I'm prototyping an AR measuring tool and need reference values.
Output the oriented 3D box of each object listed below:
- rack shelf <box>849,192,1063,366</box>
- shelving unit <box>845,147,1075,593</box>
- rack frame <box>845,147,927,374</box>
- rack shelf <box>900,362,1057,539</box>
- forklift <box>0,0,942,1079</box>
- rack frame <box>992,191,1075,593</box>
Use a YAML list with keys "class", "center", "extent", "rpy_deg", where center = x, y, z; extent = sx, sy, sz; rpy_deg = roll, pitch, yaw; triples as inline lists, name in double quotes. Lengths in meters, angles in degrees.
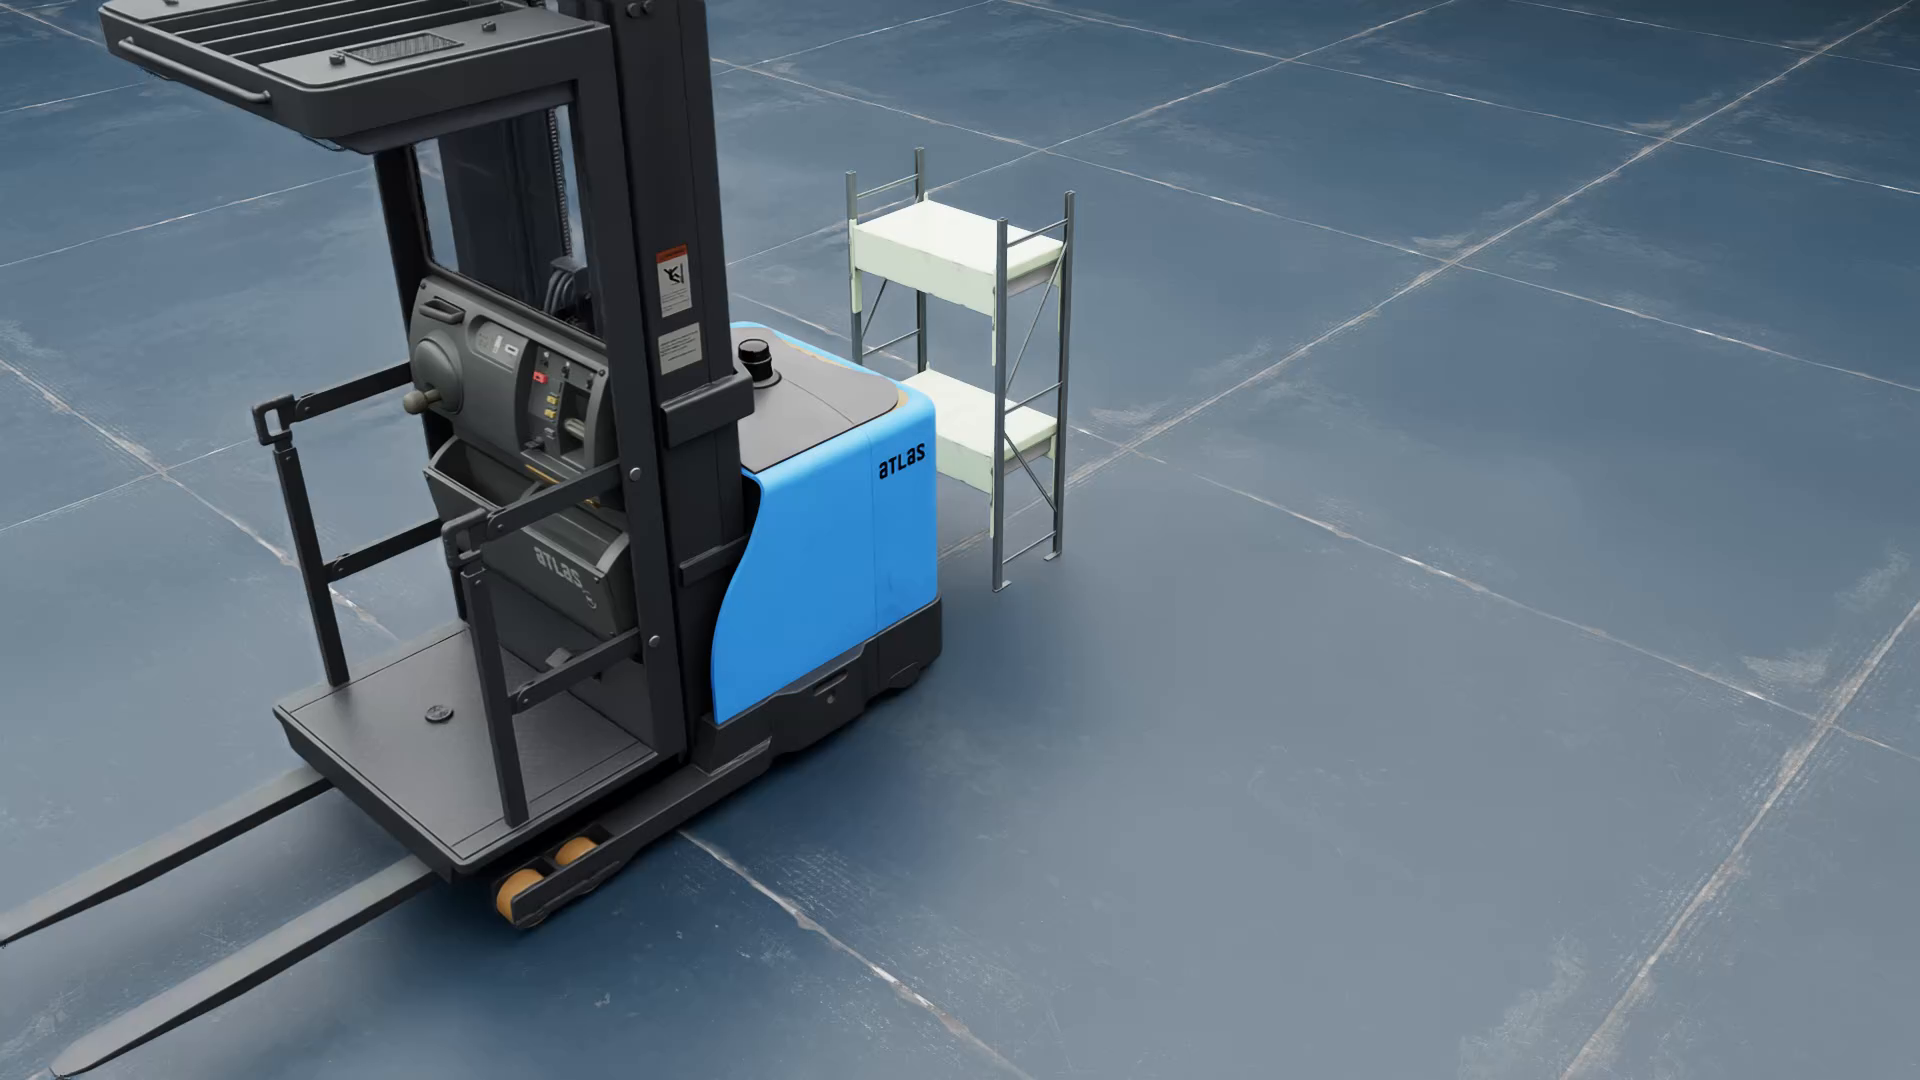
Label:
- class: "rack shelf"
  center: [-0.005, -0.979, 6.166]
  extent: [0.720, 0.370, 0.431]
  rpy_deg: [25, 39, 35]
- class: "shelving unit"
  center: [-0.005, -0.645, 6.367]
  extent: [0.755, 1.500, 0.431]
  rpy_deg: [25, 39, 35]
- class: "rack frame"
  center: [-0.276, -0.772, 6.577]
  extent: [0.023, 1.500, 0.400]
  rpy_deg: [25, 39, 35]
- class: "rack shelf"
  center: [-0.005, -0.366, 6.535]
  extent: [0.720, 0.370, 0.431]
  rpy_deg: [25, 39, 35]
- class: "forklift"
  center: [-1.437, -0.421, 4.608]
  extent: [1.130, 2.935, 3.031]
  rpy_deg: [26, 39, 36]
- class: "rack frame"
  center: [0.266, -0.518, 6.157]
  extent: [0.023, 1.500, 0.400]
  rpy_deg: [25, 39, 35]
